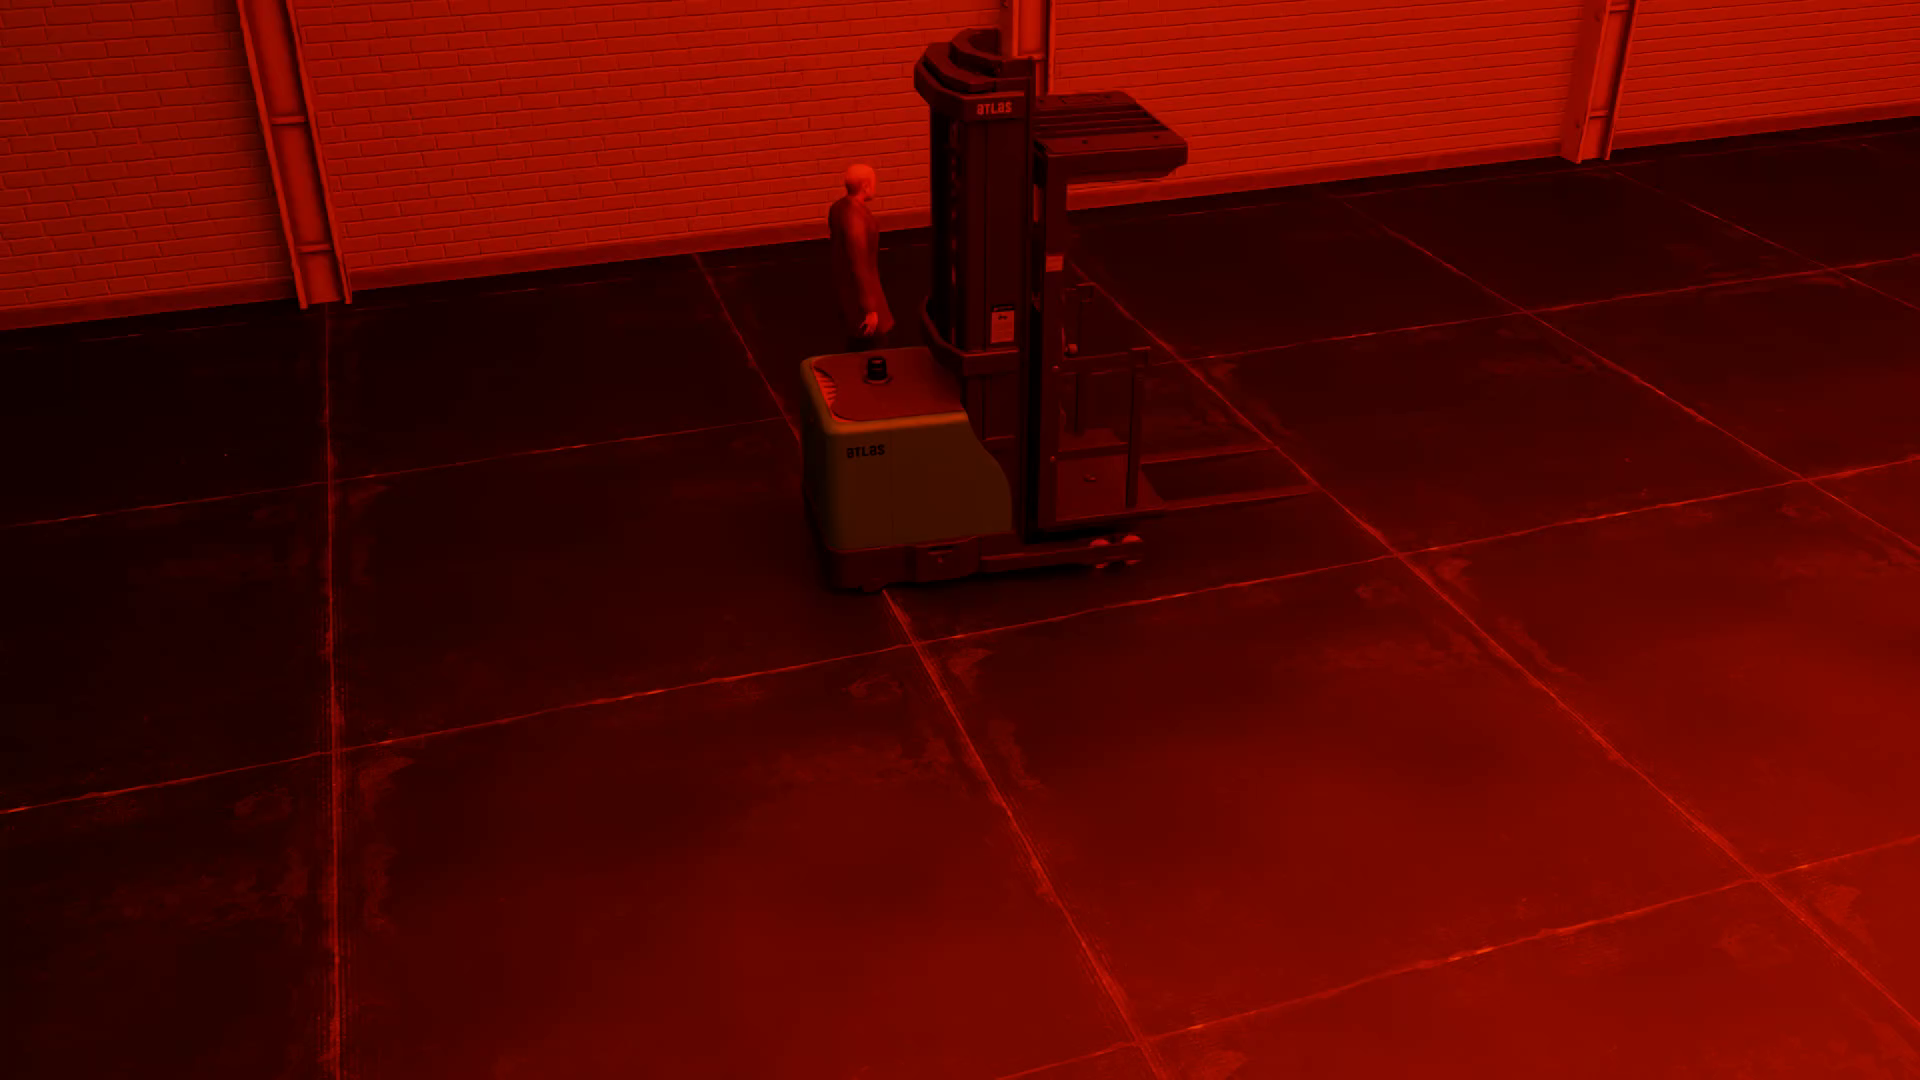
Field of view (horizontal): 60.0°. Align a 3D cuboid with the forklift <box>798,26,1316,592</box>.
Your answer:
[{"bbox_3d":[0.614,-1.356,9.443,3.031,2.935,1.130,-7,31,-12],"label":"forklift"}]

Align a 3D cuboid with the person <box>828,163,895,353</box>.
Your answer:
[{"bbox_3d":[-0.633,-1.664,11.155,0.427,1.759,0.799,-10,31,-17],"label":"person"}]
